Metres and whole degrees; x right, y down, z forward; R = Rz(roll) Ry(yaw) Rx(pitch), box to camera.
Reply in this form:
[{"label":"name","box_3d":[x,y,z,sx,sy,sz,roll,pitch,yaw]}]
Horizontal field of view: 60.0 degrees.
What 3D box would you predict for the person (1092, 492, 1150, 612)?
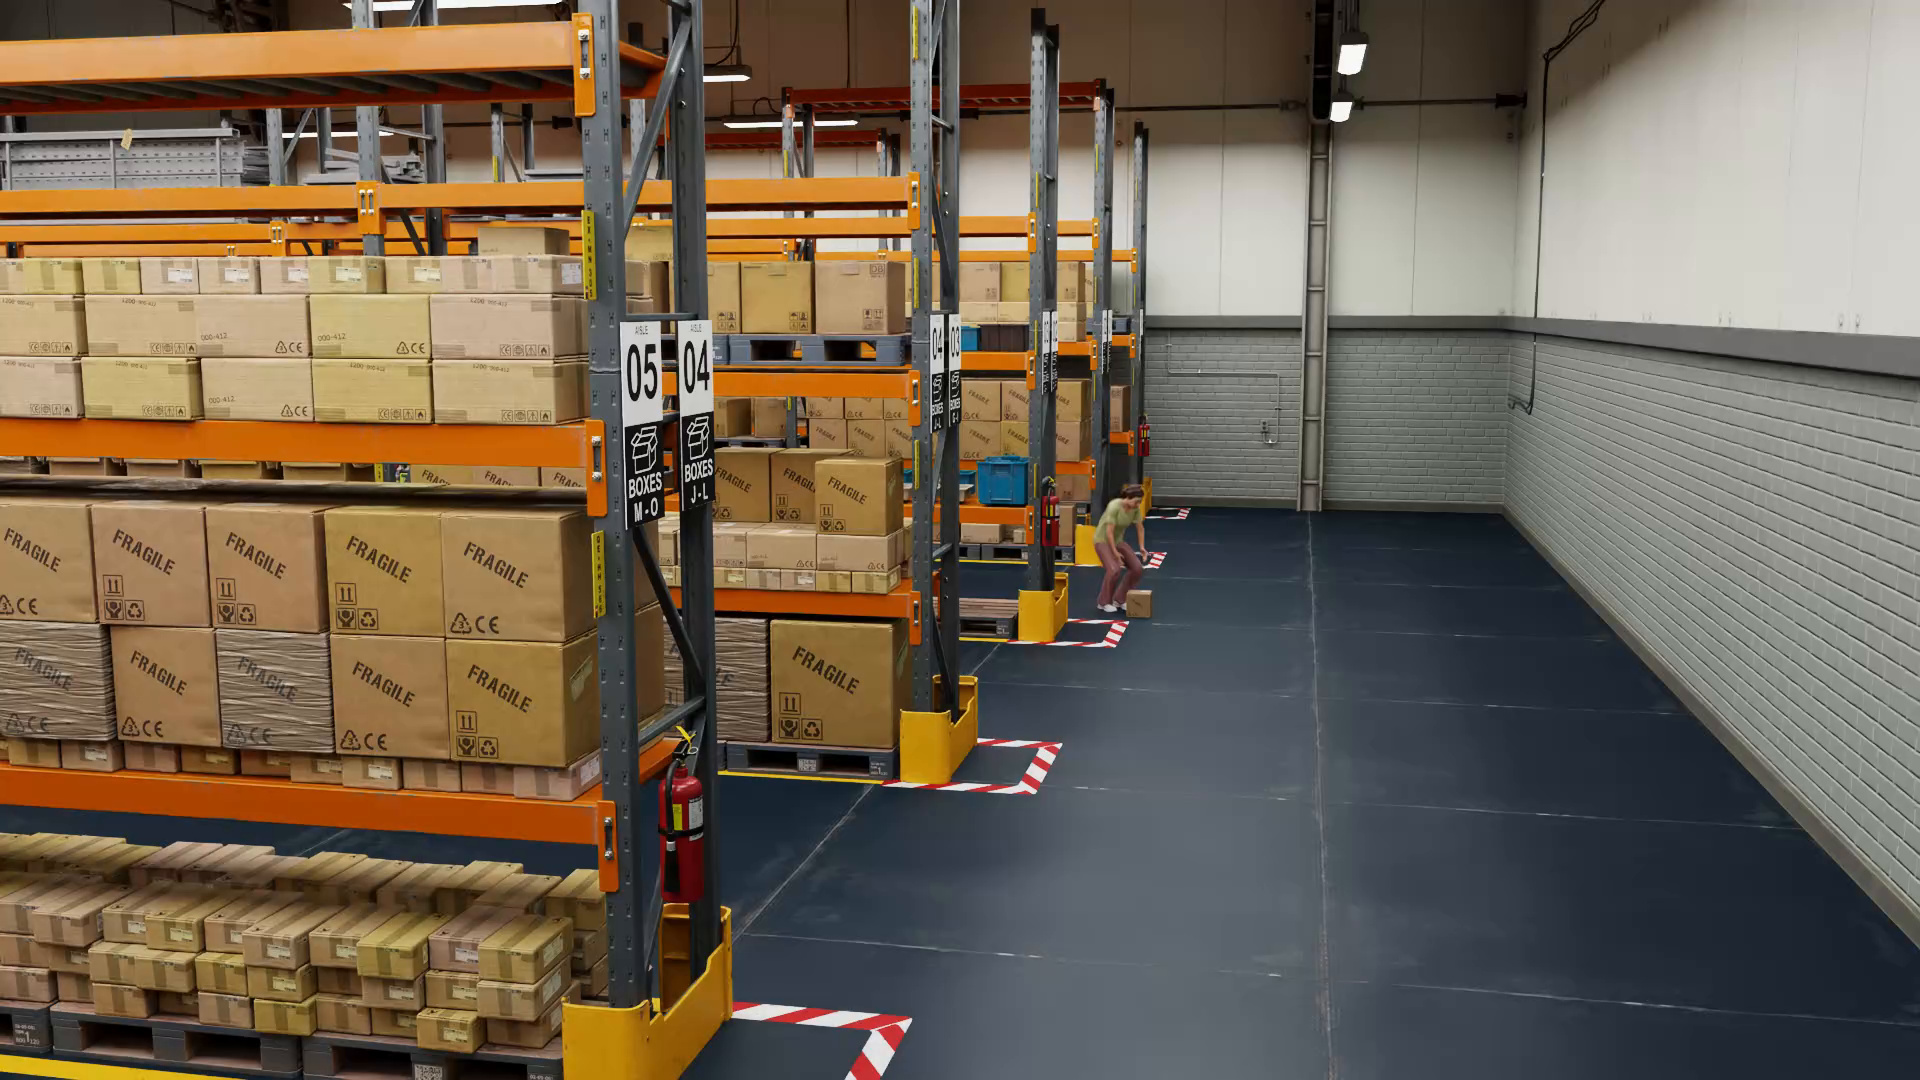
[{"label":"person","box_3d":[1.743,0.113,17.864,0.510,1.304,0.683,-5,10,-33]}]
